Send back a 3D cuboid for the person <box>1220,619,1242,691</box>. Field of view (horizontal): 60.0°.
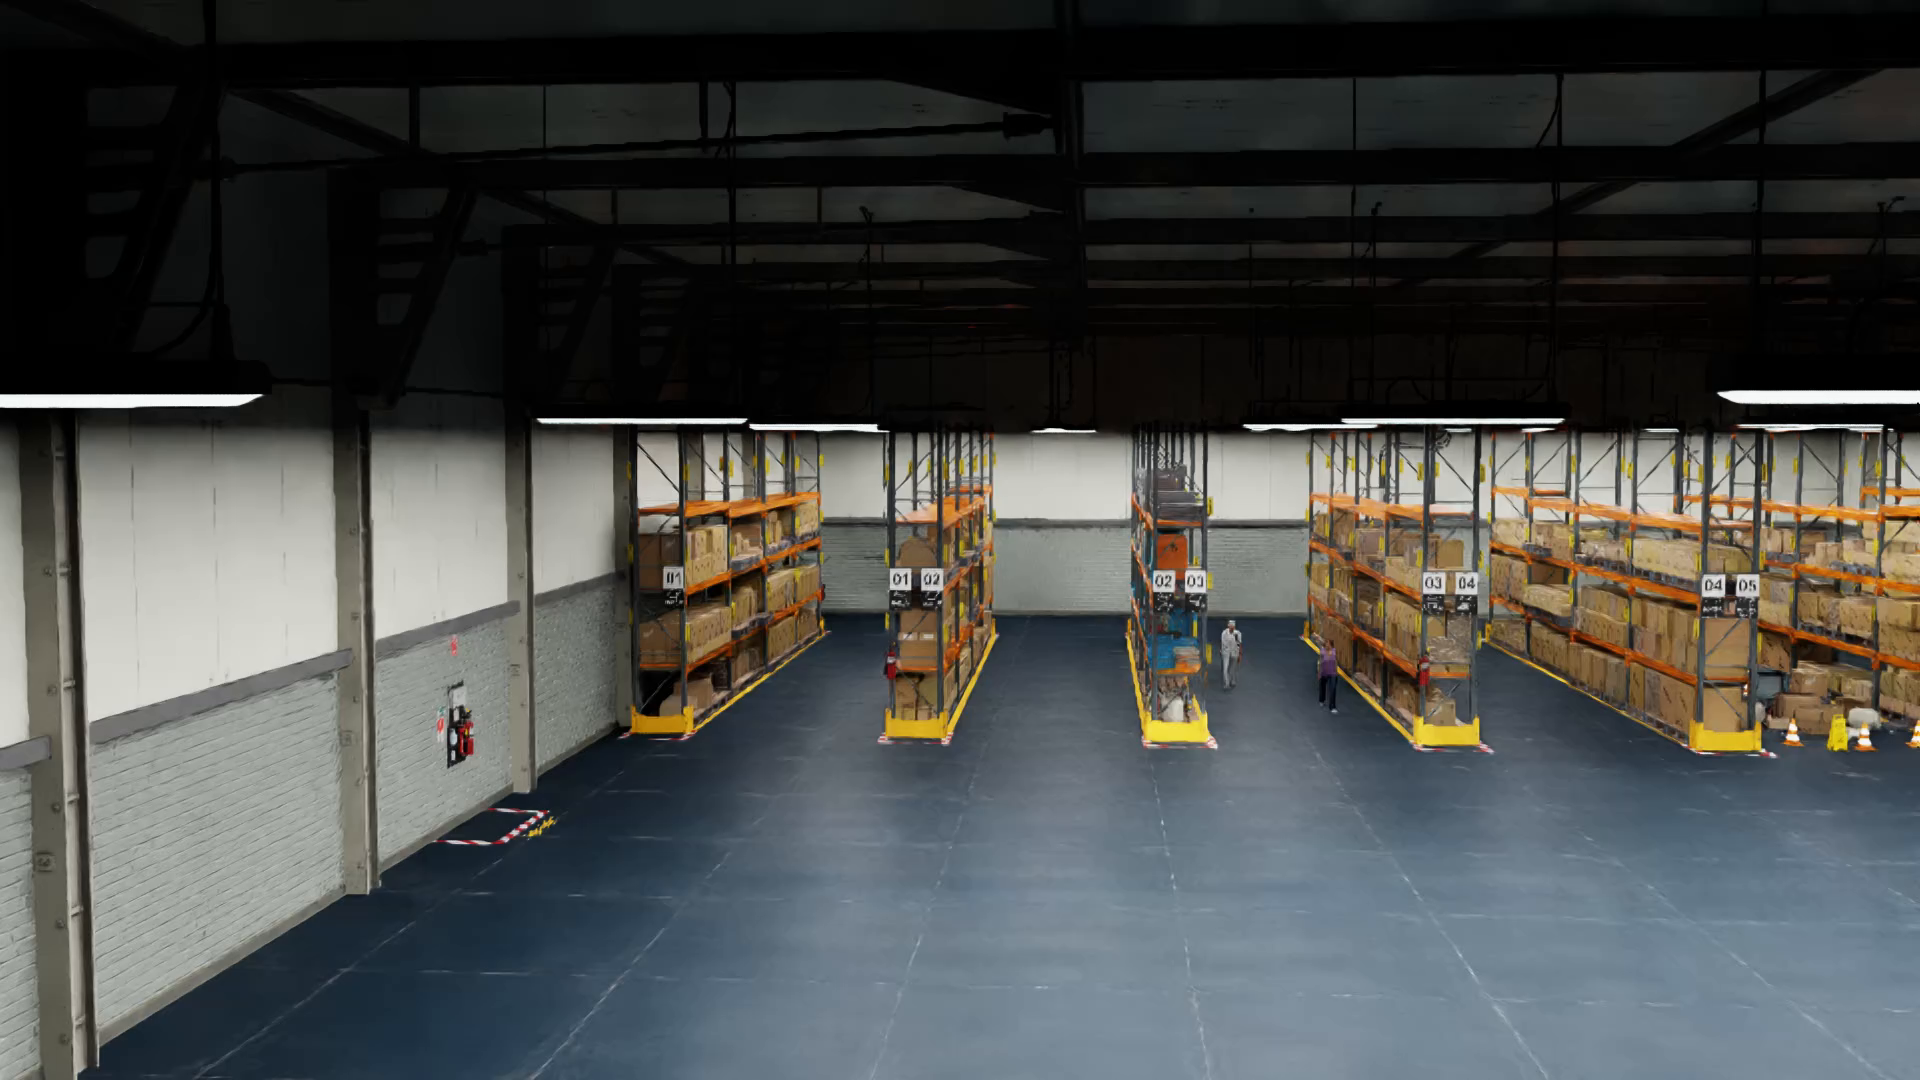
[{"bbox_3d":[6.085,2.557,37.305,0.481,1.583,1.093,0,4,2],"label":"person"}]

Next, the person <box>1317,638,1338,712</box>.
[{"bbox_3d":[7.600,2.771,34.424,0.414,1.517,1.037,0,4,7],"label":"person"}]

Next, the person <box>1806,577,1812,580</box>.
[{"bbox_3d":[23.435,1.929,45.929,0.545,1.792,0.666,-1,4,-14],"label":"person"}]
